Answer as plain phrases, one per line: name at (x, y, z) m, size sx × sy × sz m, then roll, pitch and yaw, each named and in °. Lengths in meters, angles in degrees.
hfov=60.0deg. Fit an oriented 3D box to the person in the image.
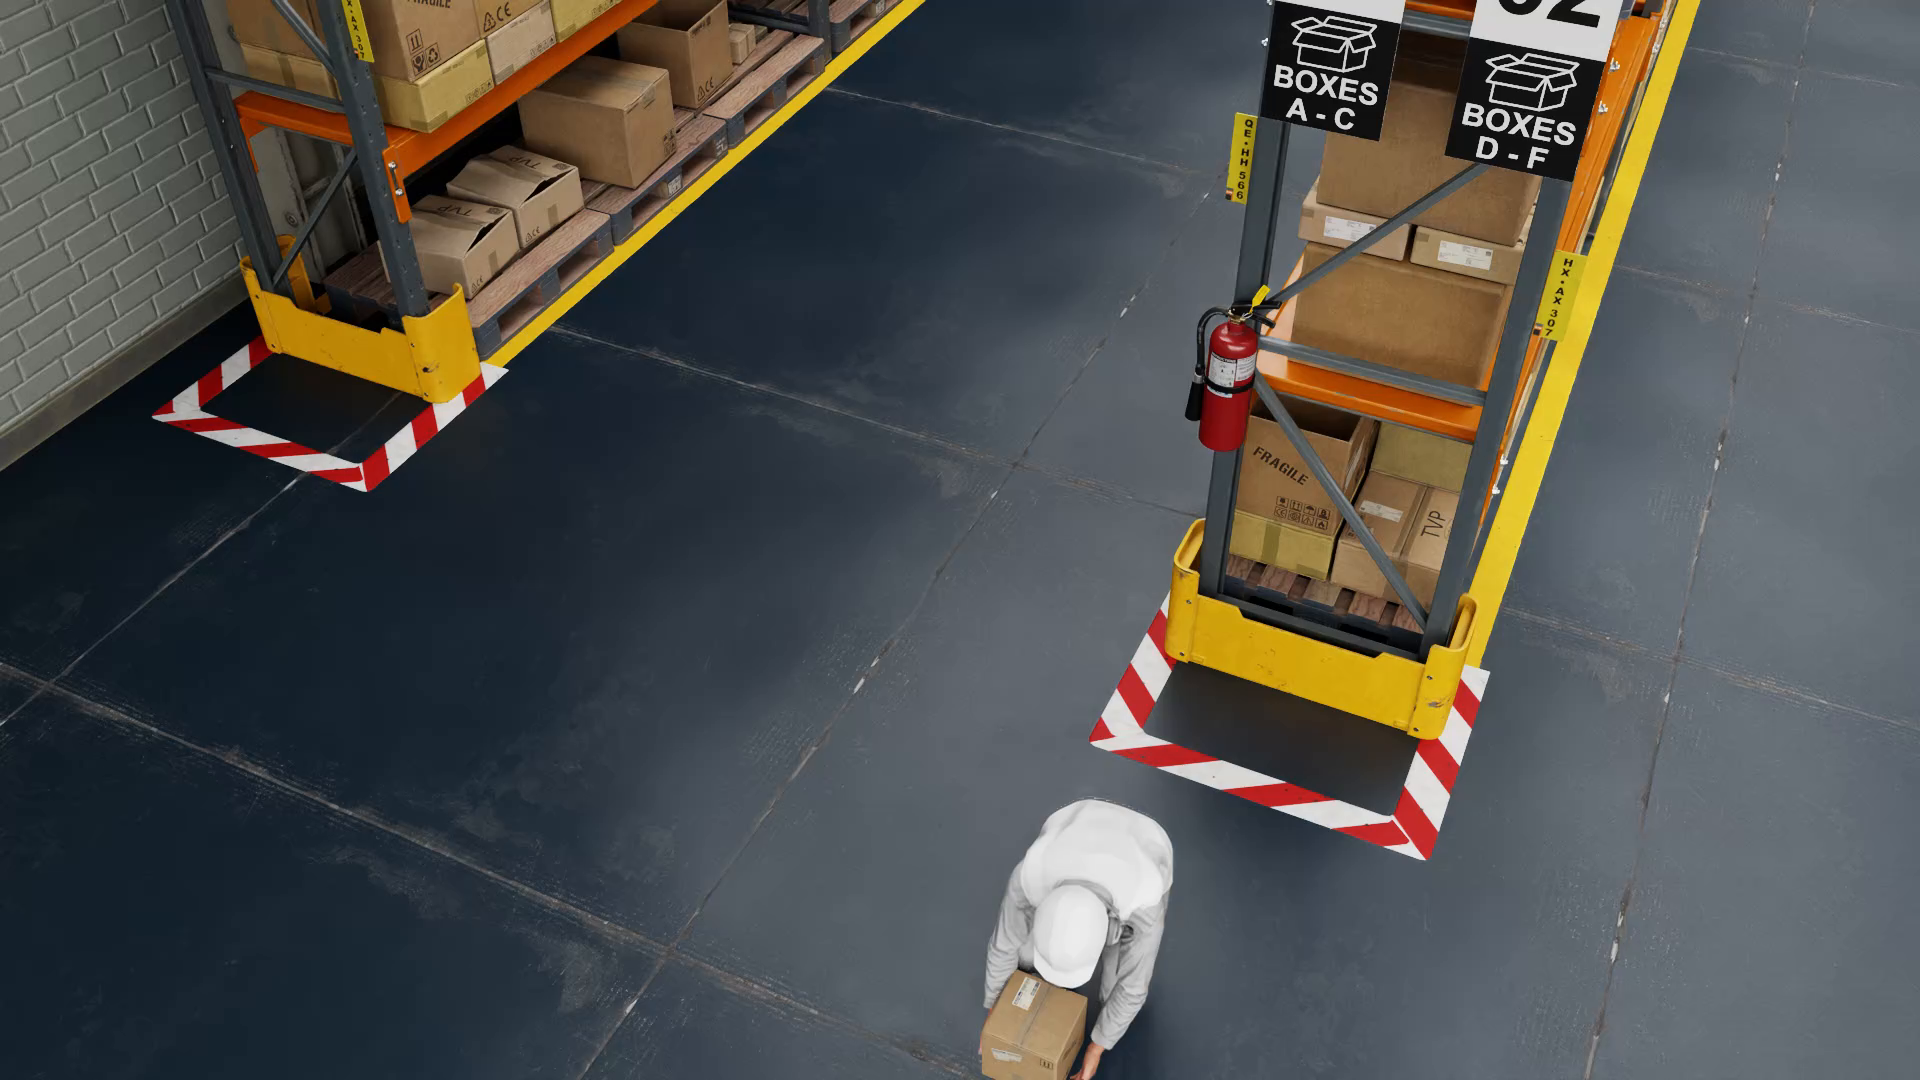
person at (0.413, 1.225, 5.337) m, size 0.530 × 1.019 × 0.870 m, roll 17°, pitch 45°, yaw 18°
